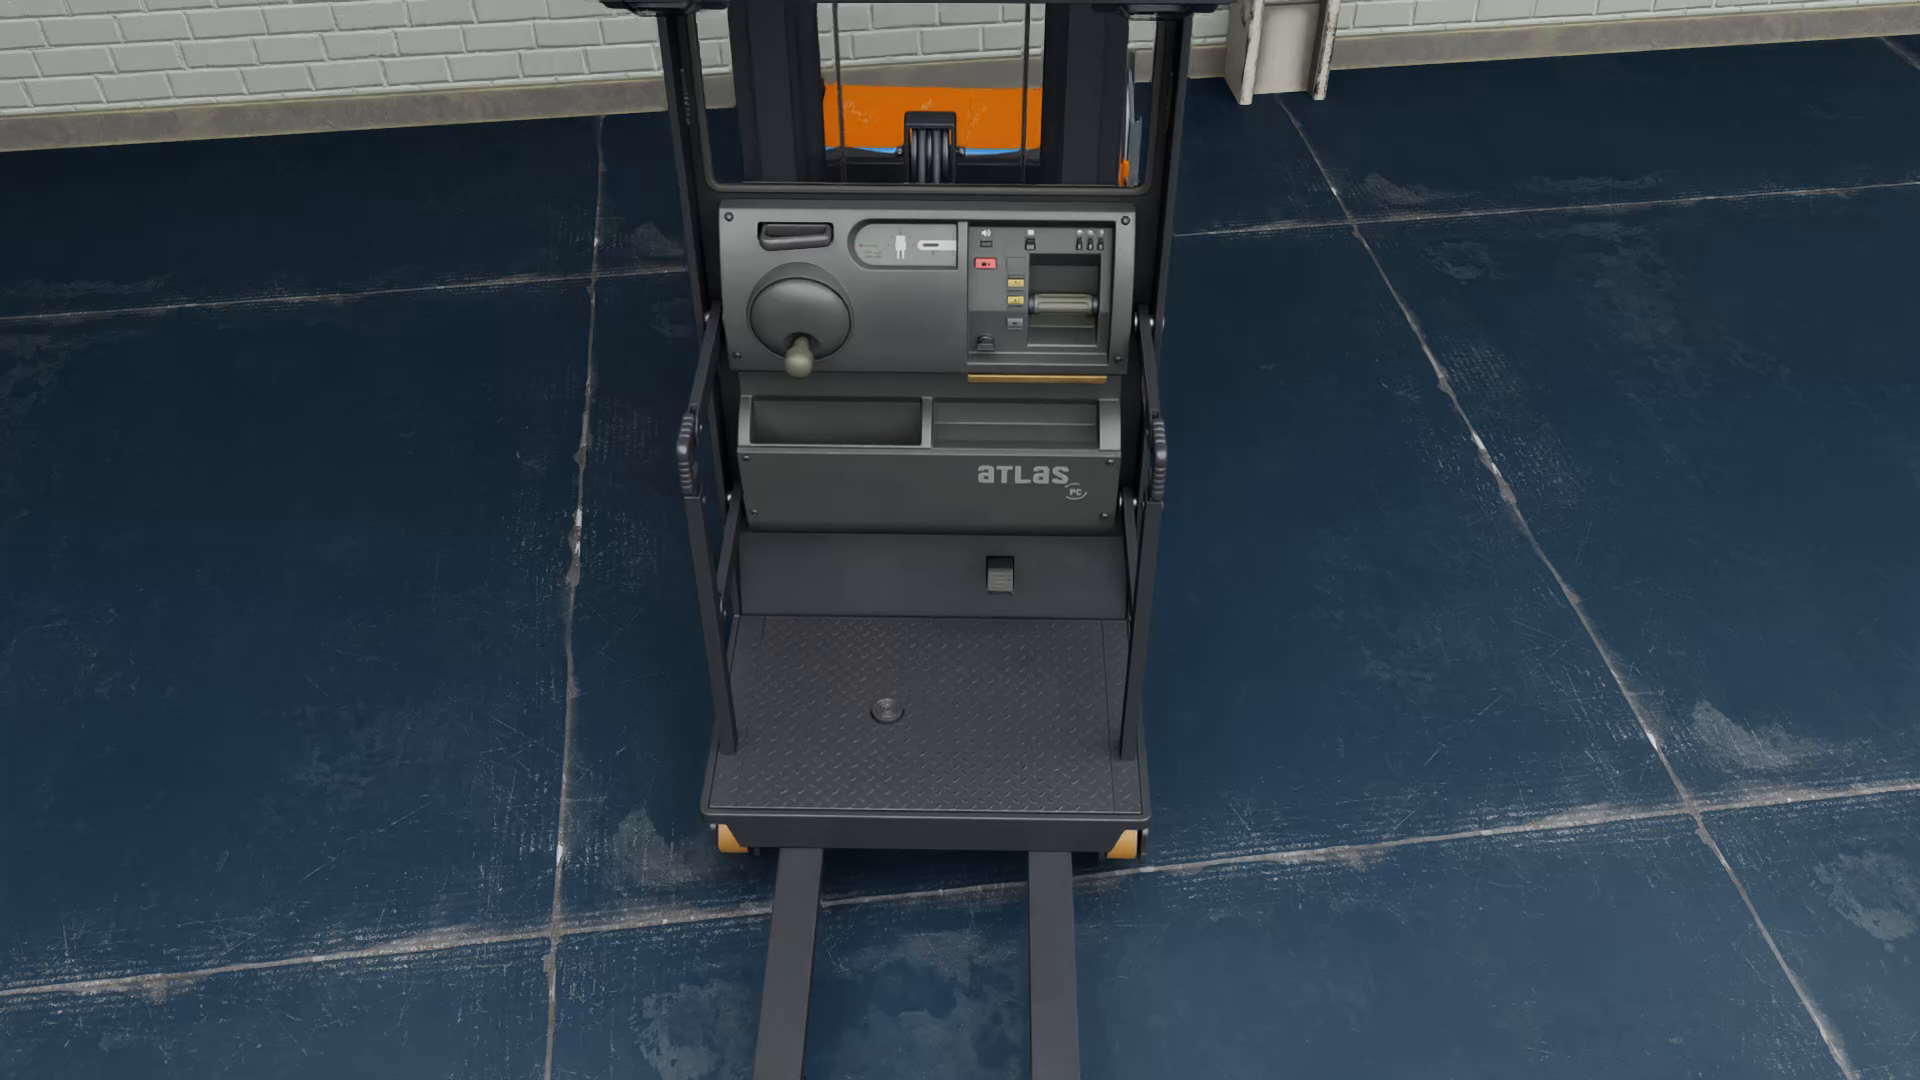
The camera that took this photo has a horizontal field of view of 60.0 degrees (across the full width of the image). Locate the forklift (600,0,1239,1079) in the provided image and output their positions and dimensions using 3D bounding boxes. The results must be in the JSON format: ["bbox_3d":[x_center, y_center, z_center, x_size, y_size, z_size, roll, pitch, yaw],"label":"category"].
[{"bbox_3d":[-0.076,-0.477,3.591,1.130,2.935,3.031,1,42,1],"label":"forklift"}]

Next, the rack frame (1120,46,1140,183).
[{"bbox_3d":[0.535,-0.997,5.516,0.032,1.125,0.500,2,42,2],"label":"rack frame"}]

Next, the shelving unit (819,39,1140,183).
[{"bbox_3d":[0.027,-1.015,5.536,1.048,1.125,0.538,2,42,2],"label":"shelving unit"}]

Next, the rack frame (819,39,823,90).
[{"bbox_3d":[-0.480,-1.033,5.555,0.032,1.125,0.500,2,42,2],"label":"rack frame"}]

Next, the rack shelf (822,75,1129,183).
[{"bbox_3d":[0.027,-1.233,5.340,1.000,0.278,0.538,2,42,2],"label":"rack shelf"}]

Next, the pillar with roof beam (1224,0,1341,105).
[{"bbox_3d":[1.977,-2.538,1.345,0.400,9.000,9.100,-5,42,-6],"label":"pillar with roof beam"}]
